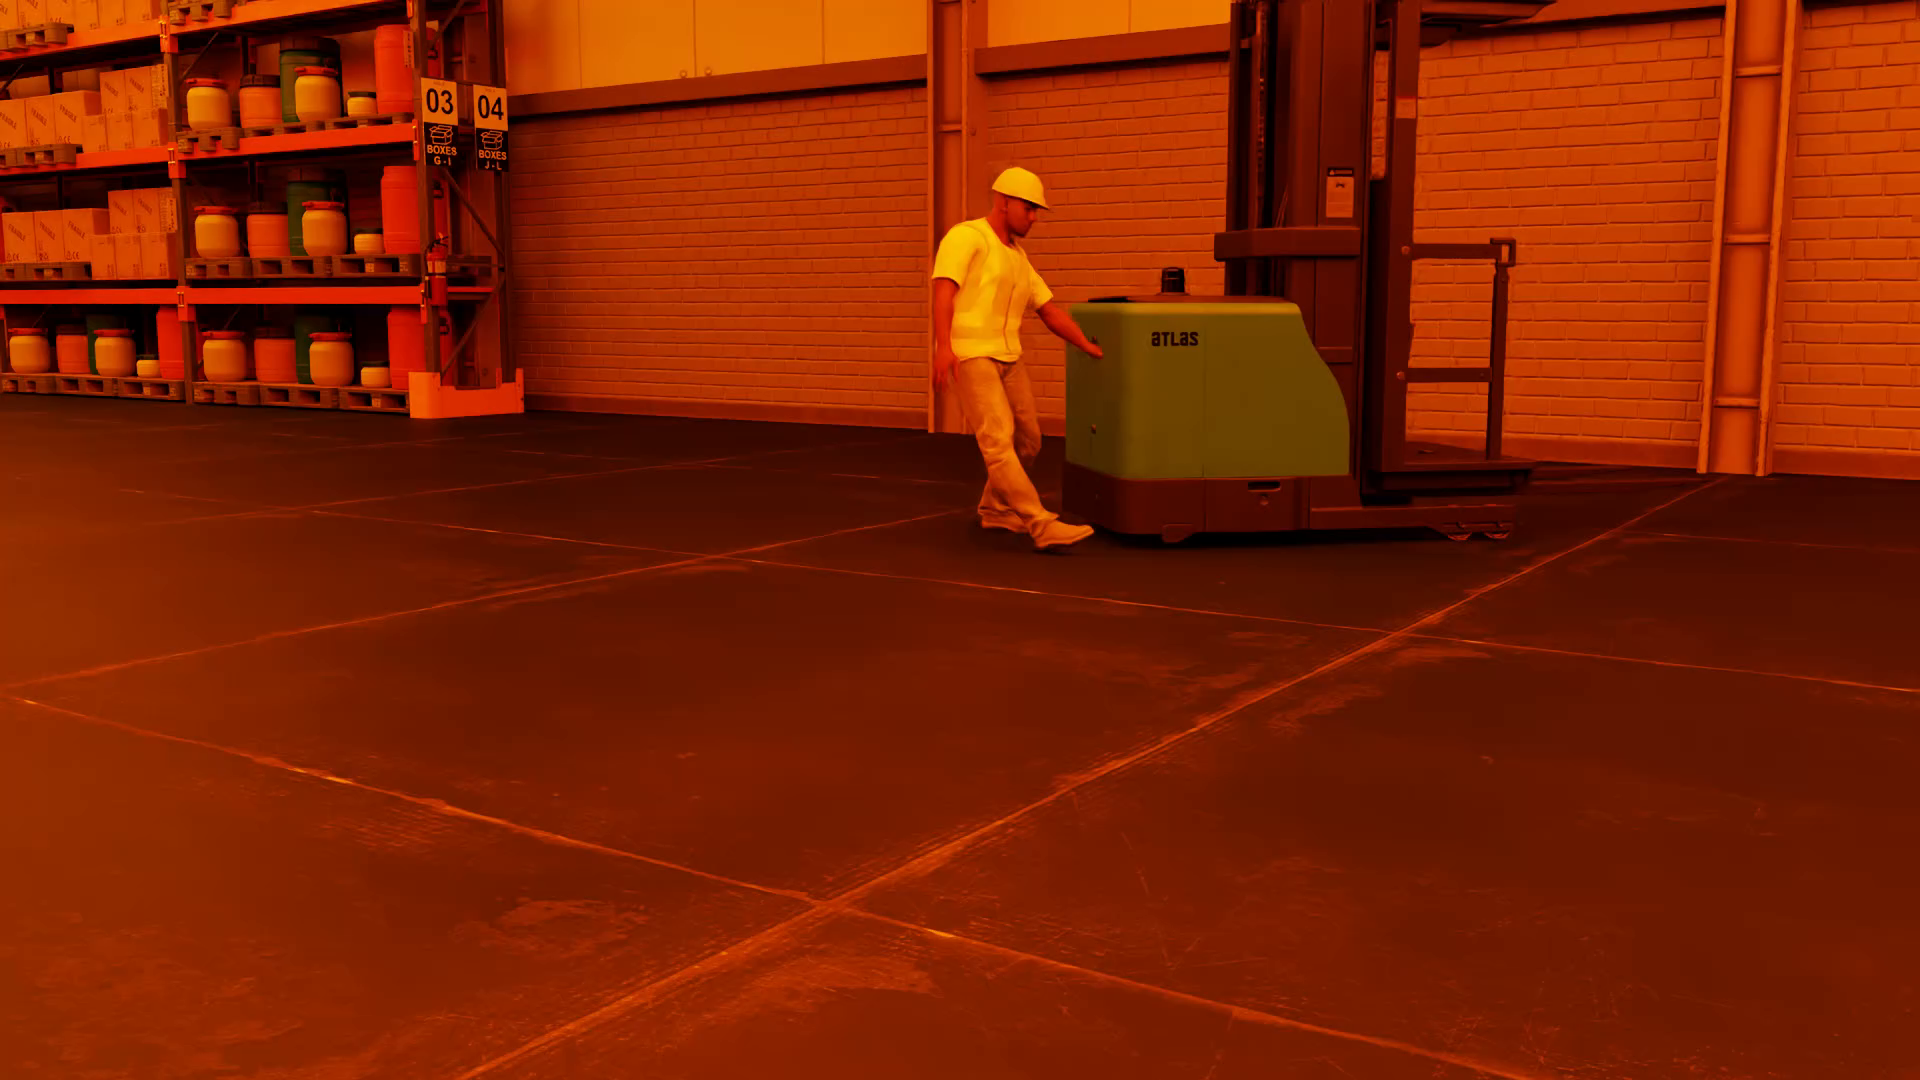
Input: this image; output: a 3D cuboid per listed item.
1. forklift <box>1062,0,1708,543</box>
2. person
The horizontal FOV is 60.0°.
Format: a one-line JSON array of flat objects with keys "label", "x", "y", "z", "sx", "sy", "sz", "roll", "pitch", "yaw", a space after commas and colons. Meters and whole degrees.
[{"label": "forklift", "x": 2.073, "y": -1.518, "z": 7.871, "sx": 3.031, "sy": 2.935, "sz": 1.130, "roll": -2, "pitch": 8, "yaw": -12}, {"label": "person", "x": 0.300, "y": -0.800, "z": 7.326, "sx": 0.880, "sy": 1.670, "sz": 0.835, "roll": 6, "pitch": 10, "yaw": 35}]
